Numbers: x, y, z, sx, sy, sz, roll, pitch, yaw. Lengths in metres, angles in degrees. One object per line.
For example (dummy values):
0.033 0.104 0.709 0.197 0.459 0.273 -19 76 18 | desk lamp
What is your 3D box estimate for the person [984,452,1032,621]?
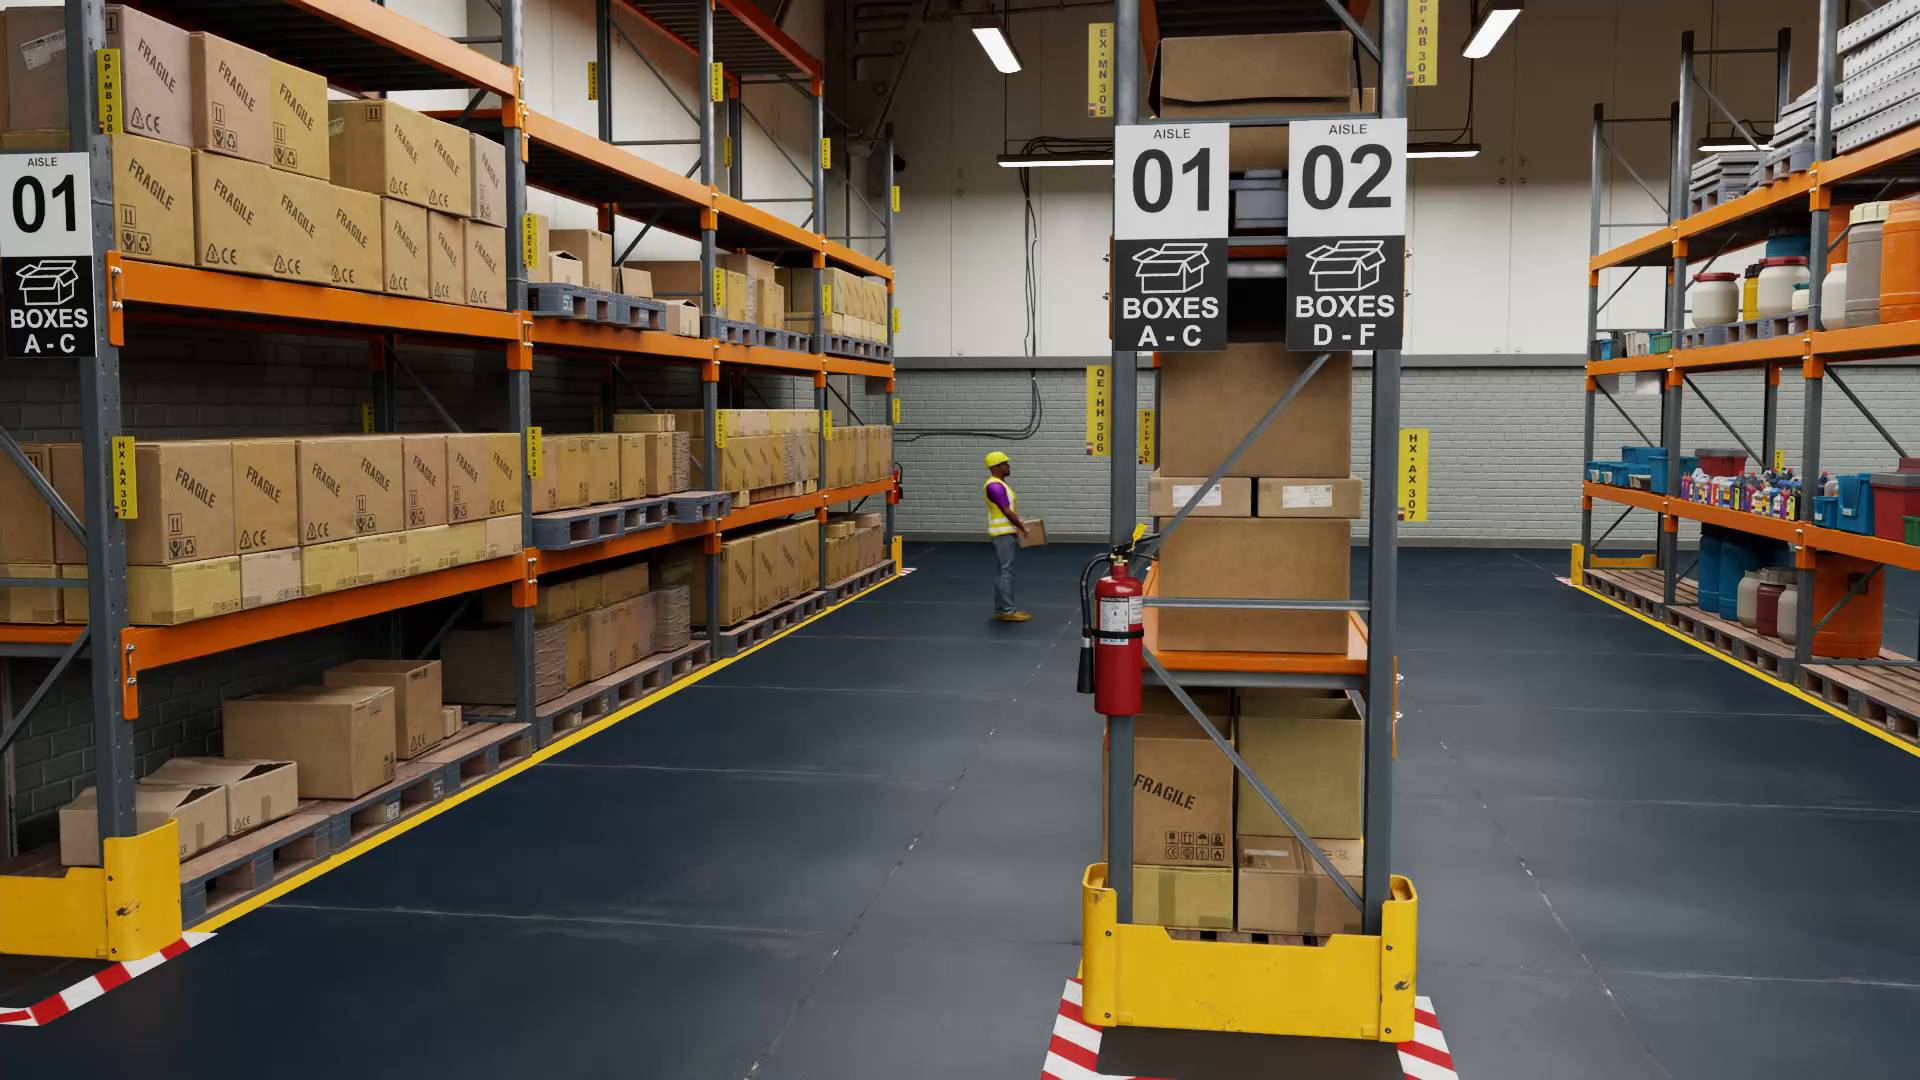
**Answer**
0.519 -0.048 17.566 0.538 1.772 0.565 0 4 1 | person
